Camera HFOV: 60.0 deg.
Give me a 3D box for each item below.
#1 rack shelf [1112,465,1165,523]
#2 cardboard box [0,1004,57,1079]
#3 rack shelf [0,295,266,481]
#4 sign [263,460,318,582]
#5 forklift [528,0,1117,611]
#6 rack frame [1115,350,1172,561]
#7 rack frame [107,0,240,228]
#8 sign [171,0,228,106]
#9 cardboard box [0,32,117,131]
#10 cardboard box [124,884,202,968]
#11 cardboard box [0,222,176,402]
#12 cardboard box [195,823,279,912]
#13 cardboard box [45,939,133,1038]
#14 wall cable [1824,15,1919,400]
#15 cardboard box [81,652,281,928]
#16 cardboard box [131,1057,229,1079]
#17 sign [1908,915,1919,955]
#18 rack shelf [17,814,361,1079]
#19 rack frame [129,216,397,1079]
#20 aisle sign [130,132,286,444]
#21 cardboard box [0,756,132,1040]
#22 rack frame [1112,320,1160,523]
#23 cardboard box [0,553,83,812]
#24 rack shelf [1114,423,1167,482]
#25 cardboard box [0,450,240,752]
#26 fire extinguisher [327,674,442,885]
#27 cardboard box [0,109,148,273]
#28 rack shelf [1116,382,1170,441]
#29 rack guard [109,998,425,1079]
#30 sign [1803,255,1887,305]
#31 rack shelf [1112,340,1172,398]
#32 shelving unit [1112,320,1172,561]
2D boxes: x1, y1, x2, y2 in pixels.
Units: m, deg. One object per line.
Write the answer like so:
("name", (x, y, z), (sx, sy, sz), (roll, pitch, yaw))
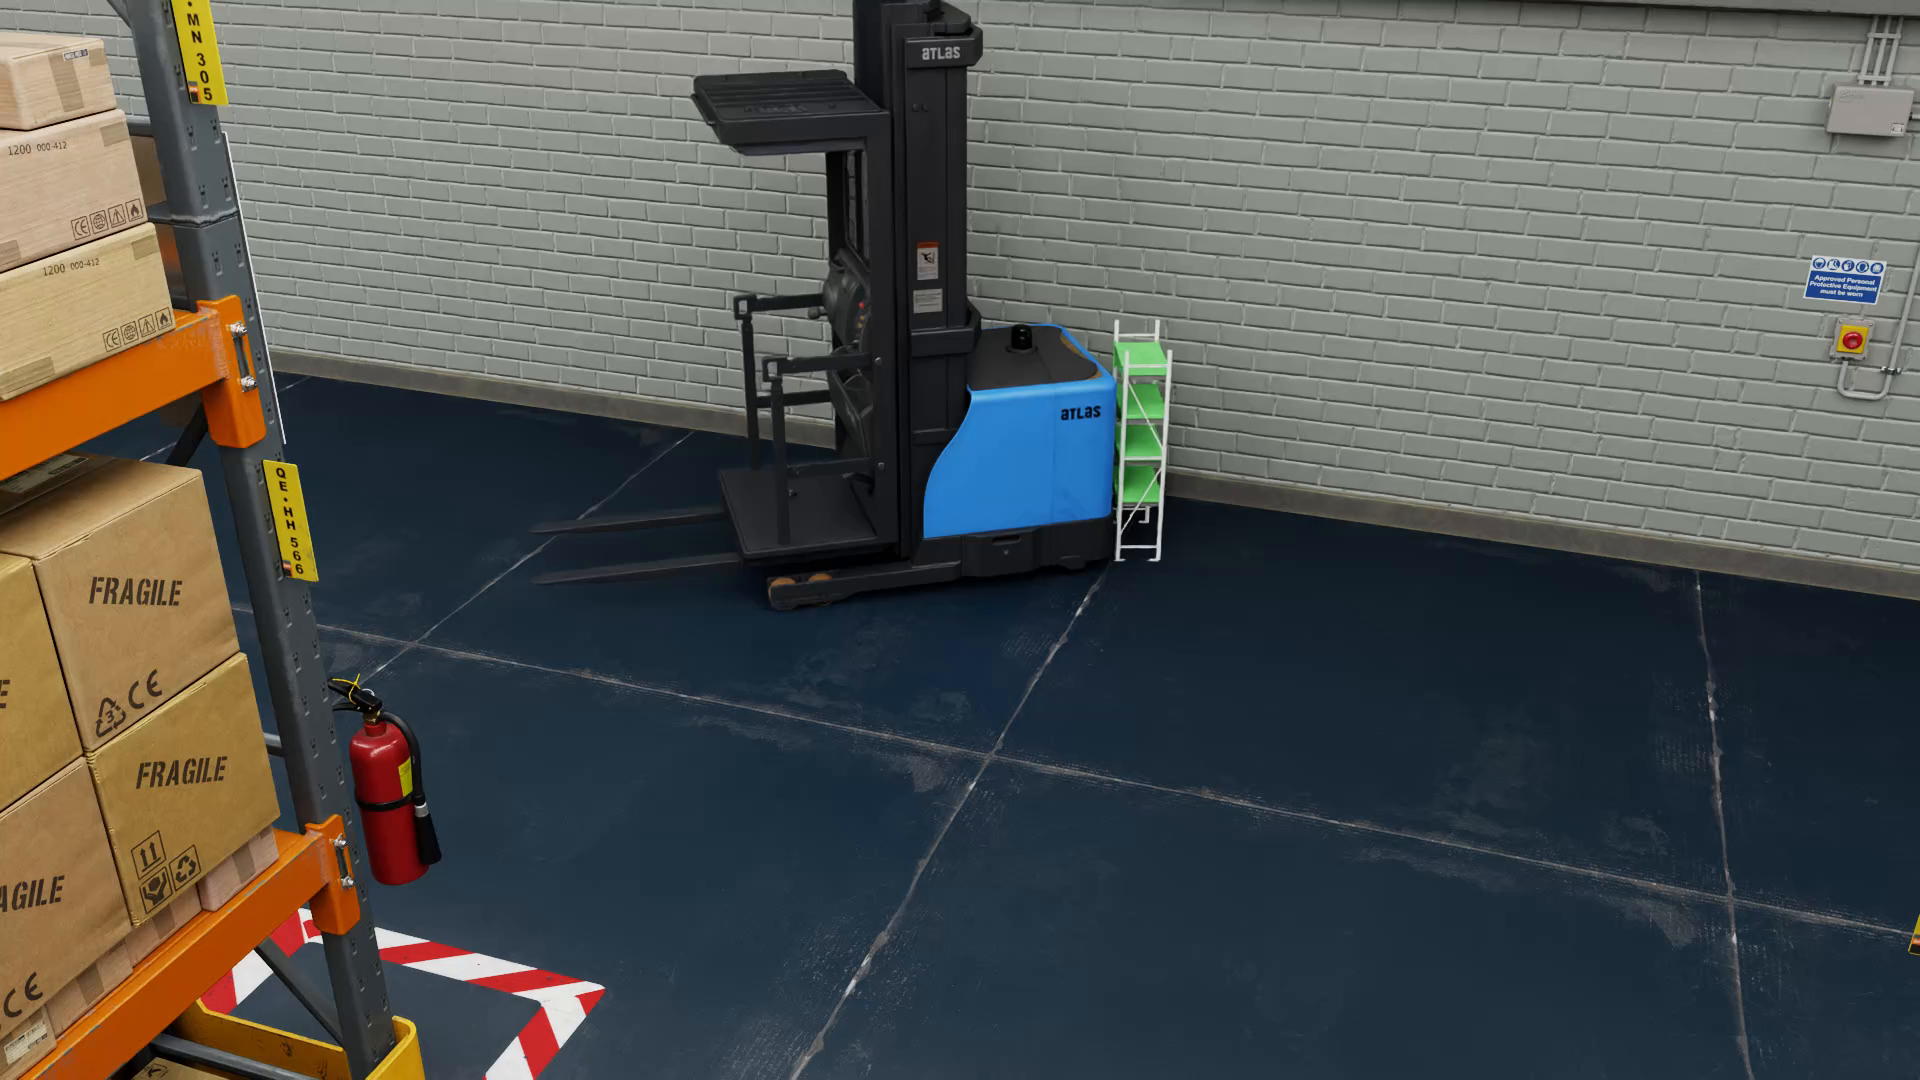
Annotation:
("rack shelf", (0.958, -0.261, 9.110), (0.258, 0.148, 0.480), (-1, 26, -1))
("cardboard box", (-2.303, 1.127, 3.769), (0.380, 0.149, 0.250), (9, 27, 19))
("rack shelf", (-2.877, 0.324, 2.522), (1.077, 0.370, 4.000), (9, 27, 17))
("sign", (-1.694, -0.046, 4.212), (0.100, 0.325, 0.005), (9, 27, 17))
("forklift", (-0.755, -1.212, 8.389), (3.031, 2.935, 1.130), (-7, 27, -13))
("rack frame", (0.964, -0.428, 8.758), (0.240, 1.200, 0.015), (-1, 26, -1))
("rack frame", (-2.211, -2.172, 3.409), (1.000, 3.000, 0.127), (9, 27, 17))
("sign", (-1.694, -1.131, 3.686), (0.100, 0.325, 0.005), (9, 27, 17))
("cardboard box", (-2.045, -0.979, 3.529), (0.380, 0.149, 0.250), (9, 27, 17))
("cardboard box", (-2.171, 0.913, 4.210), (0.380, 0.149, 0.250), (9, 27, 17))
("cardboard box", (-2.113, -0.529, 3.630), (0.500, 0.250, 0.500), (8, 27, 16))
("cardboard box", (-2.053, 0.817, 4.410), (0.380, 0.149, 0.250), (9, 27, 18))
("cardboard box", (-2.240, 1.019, 3.992), (0.380, 0.149, 0.250), (8, 27, 17))
("wall cable", (4.345, -1.587, 7.884), (0.585, 1.953, 0.123), (9, 27, 17))
("cardboard box", (-2.118, 0.572, 4.171), (0.500, 0.500, 0.500), (9, 27, 18))
("cardboard box", (-2.148, 1.609, 4.591), (0.380, 0.149, 0.250), (9, 27, 18))
("sign", (1.969, 0.697, 3.285), (0.100, 0.325, 0.005), (9, 27, 17))
("rack shelf", (-2.877, 1.674, 3.175), (1.077, 0.370, 4.000), (9, 27, 17))
("rack frame", (-2.211, 0.529, 4.716), (1.000, 3.000, 0.127), (9, 27, 17))
("aisle sign", (-1.904, -0.628, 4.122), (0.394, 0.787, 0.004), (9, 27, 17))
("cardboard box", (-2.294, 0.783, 3.736), (0.500, 0.500, 0.500), (8, 27, 17))
("rack frame", (0.953, -0.641, 9.197), (0.240, 1.200, 0.015), (-1, 26, -1))
("cardboard box", (-2.297, 0.332, 3.519), (0.500, 0.500, 0.500), (8, 27, 16))
("rack shelf", (0.958, -0.477, 9.005), (0.258, 0.148, 0.480), (-1, 26, -1))
("cardboard box", (-2.129, 0.124, 3.949), (0.500, 0.500, 0.500), (8, 27, 16))
("fire extinguisher", (-1.692, 0.695, 4.890), (0.296, 0.674, 0.183), (9, 27, 17))
("cardboard box", (-2.124, -0.753, 3.519), (0.500, 0.250, 0.500), (8, 27, 16))
("rack shelf", (0.958, -0.693, 8.901), (0.258, 0.148, 0.480), (-1, 26, -1))
("rack guard", (-2.236, 1.685, 5.196), (1.175, 0.500, 0.348), (9, 27, 17))
("sign", (4.320, -1.269, 8.120), (0.327, 0.218, 0.001), (9, 27, 17))
("rack shelf", (0.958, -0.909, 8.796), (0.258, 0.148, 0.480), (-1, 26, -1))
("shelving unit", (0.958, -0.535, 8.977), (0.258, 1.200, 0.503), (-1, 26, -1))
